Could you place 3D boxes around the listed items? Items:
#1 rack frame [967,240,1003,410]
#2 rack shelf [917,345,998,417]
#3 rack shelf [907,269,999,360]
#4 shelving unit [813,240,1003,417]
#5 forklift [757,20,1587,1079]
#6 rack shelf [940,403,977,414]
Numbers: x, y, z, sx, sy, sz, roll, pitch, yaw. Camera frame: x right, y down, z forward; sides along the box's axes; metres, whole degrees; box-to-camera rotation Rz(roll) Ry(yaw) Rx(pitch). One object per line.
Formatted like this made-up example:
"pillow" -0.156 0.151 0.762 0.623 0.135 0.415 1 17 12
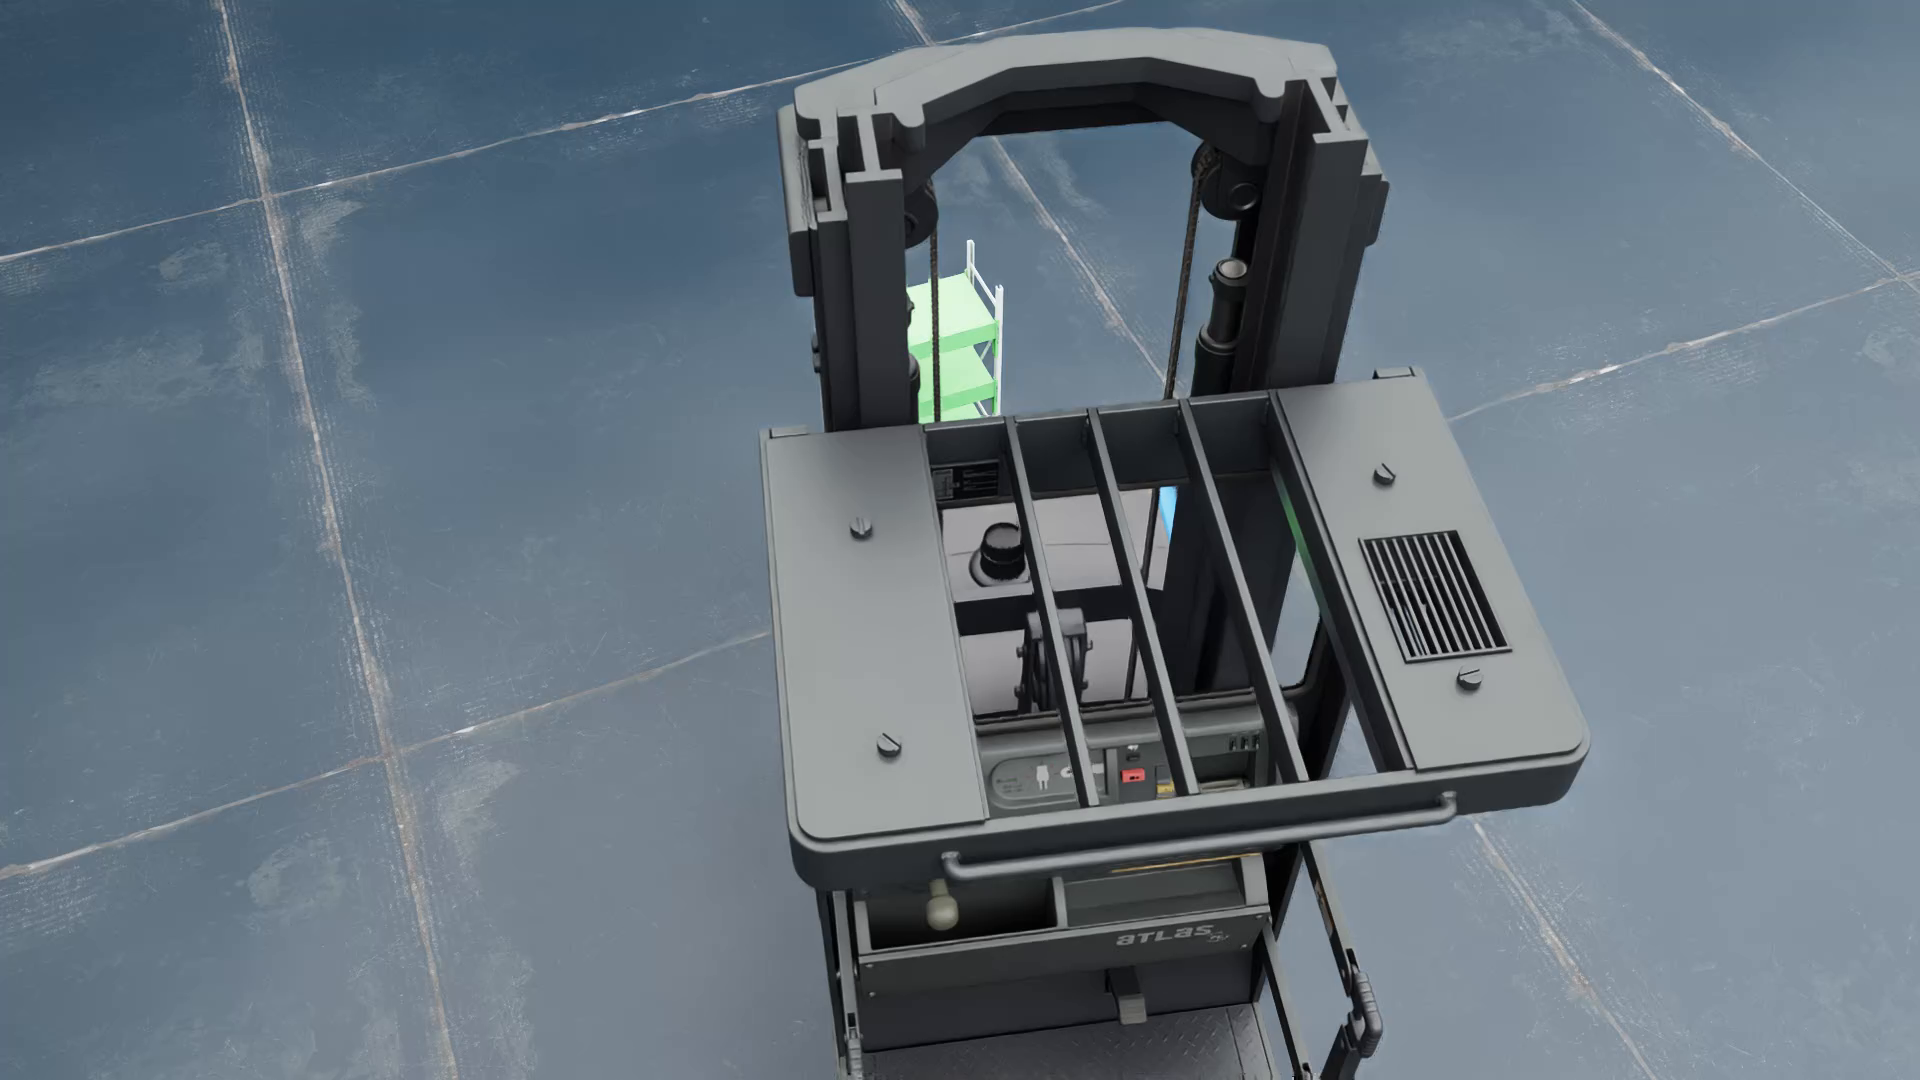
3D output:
"rack frame" 0.073 -0.413 5.314 0.015 1.200 0.240 -17 52 -14
"rack shelf" -0.153 -0.458 5.120 0.480 0.148 0.258 -17 52 -14
"rack shelf" -0.153 -0.615 4.938 0.480 0.148 0.258 -17 52 -14
"shelving unit" -0.153 -0.343 5.254 0.503 1.200 0.258 -17 52 -14
"forklift" 0.257 0.656 3.255 1.130 2.935 3.031 -6 50 -5
"rack shelf" -0.153 -0.302 5.303 0.480 0.148 0.258 -17 52 -14
